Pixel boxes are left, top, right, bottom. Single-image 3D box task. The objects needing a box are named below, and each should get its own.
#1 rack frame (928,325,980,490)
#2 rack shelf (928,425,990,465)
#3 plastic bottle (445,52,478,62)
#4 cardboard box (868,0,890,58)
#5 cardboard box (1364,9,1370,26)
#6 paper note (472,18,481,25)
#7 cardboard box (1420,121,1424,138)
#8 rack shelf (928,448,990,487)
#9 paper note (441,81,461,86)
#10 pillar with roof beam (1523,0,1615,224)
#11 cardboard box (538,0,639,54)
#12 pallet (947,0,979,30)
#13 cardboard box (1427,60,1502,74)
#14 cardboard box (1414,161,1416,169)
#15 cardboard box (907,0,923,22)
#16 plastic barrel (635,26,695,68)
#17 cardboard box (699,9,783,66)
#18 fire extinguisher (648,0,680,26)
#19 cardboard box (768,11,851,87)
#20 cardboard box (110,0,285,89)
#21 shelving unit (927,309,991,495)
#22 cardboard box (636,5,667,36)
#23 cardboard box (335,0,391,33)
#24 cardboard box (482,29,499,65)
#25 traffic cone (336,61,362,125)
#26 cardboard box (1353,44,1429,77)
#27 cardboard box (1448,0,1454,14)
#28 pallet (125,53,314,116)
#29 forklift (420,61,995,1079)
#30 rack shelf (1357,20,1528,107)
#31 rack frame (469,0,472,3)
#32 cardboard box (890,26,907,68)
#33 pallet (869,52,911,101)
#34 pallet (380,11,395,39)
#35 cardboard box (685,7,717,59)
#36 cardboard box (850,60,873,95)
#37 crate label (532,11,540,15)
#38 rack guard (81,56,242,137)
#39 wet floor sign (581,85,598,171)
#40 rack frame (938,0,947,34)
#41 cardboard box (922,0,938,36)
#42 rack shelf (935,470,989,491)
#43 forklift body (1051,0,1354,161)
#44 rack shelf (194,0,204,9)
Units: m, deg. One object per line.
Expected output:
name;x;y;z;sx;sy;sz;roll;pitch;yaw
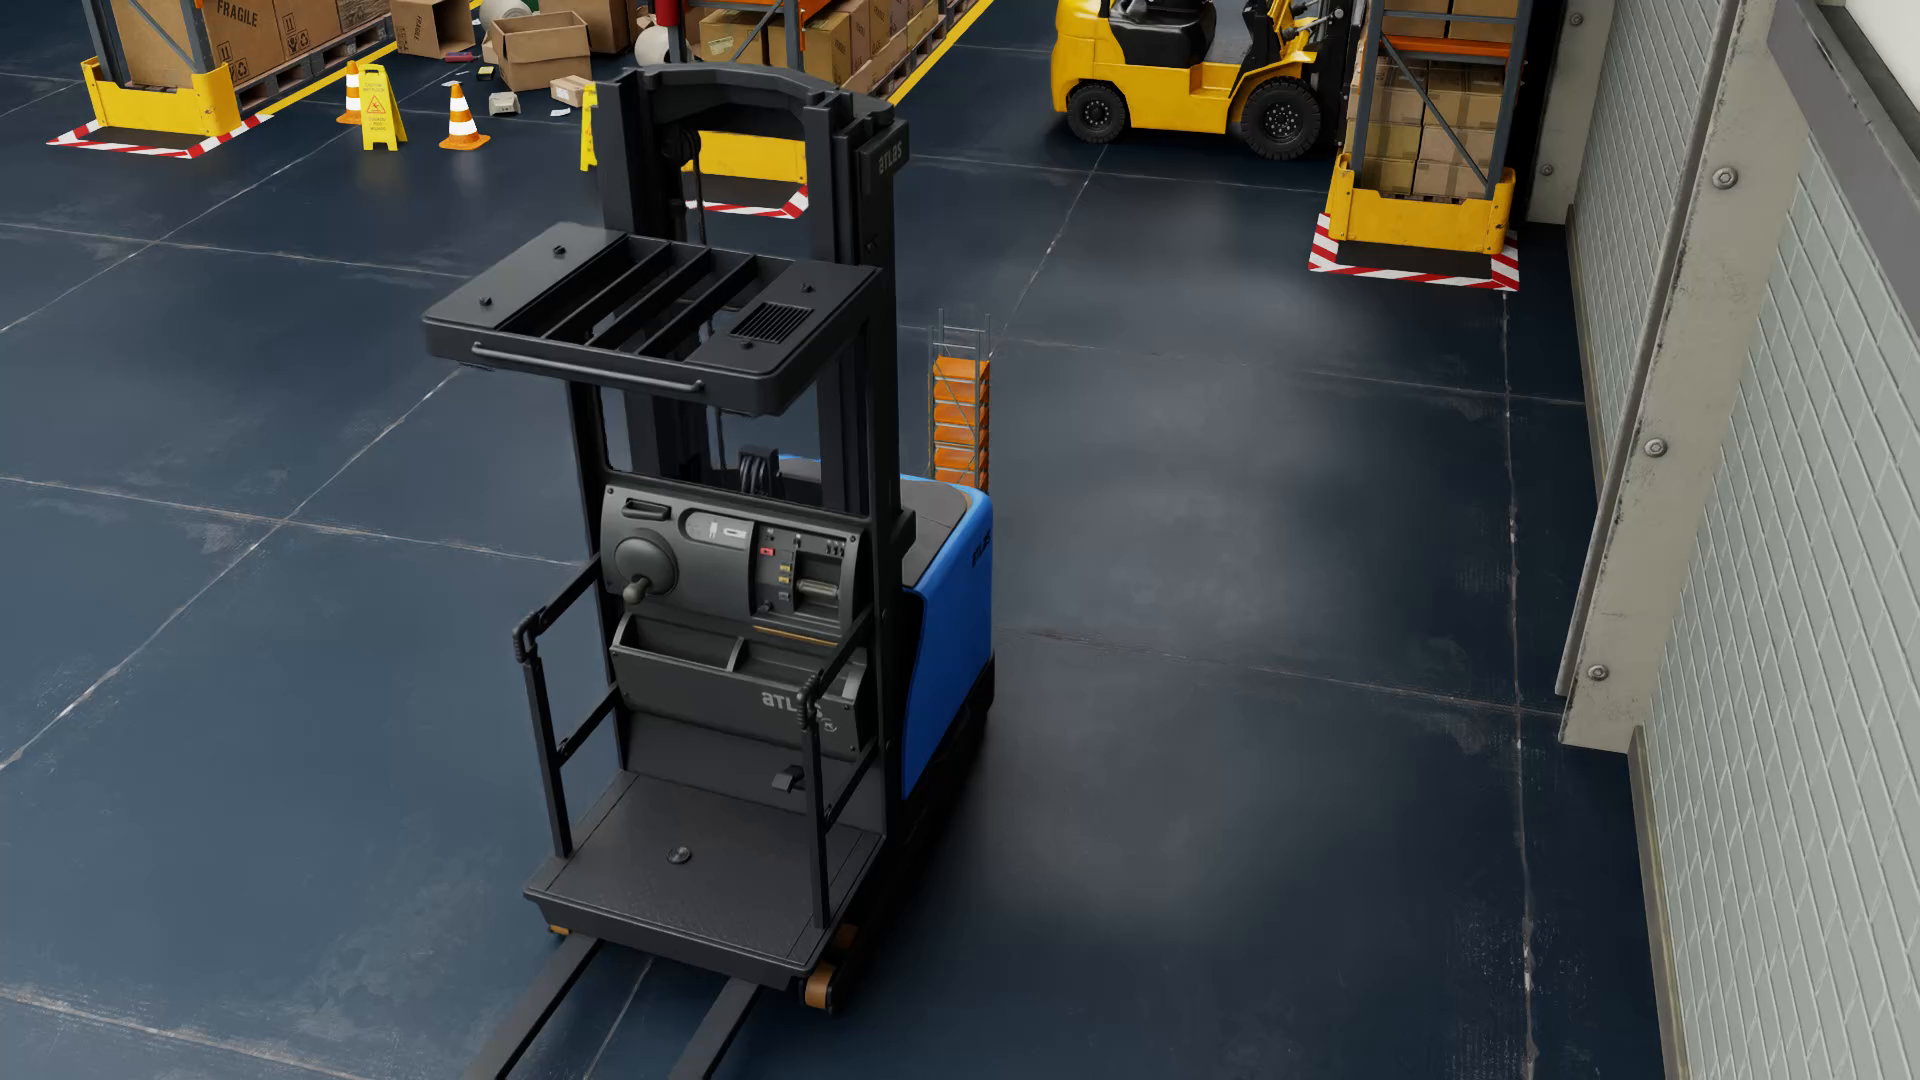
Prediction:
rack frame;-0.027;-0.451;7.842;0.240;1.200;0.006;8;33;12
rack shelf;-0.004;-0.461;7.940;0.258;0.103;0.180;8;33;12
plastic bottle;-4.515;-4.381;15.085;0.283;0.061;0.133;-3;33;-4
cardboard box;-0.895;-4.310;13.706;0.500;0.500;0.500;9;33;13
cardboard box;3.359;-3.890;12.812;0.500;0.250;0.500;7;33;11
paper note;-4.730;-5.025;16.125;0.147;0.020;0.142;-14;35;-21
cardboard box;3.602;-3.084;12.010;0.500;0.250;0.500;8;33;12
rack shelf;-0.004;-0.360;8.005;0.258;0.103;0.180;8;33;12
paper note;-4.420;-3.981;14.485;0.144;0.017;0.142;20;38;29
pillar with roof beam;0.050;-6.735;10.456;9.100;9.000;0.400;8;33;12
cardboard box;-3.410;-4.799;15.203;0.797;0.637;0.503;8;33;12
pallet;-0.425;-5.355;16.477;1.003;0.211;1.213;8;33;12
cardboard box;3.594;-3.301;11.886;0.500;0.250;0.500;8;33;12
cardboard box;3.115;-2.939;12.248;0.500;0.250;0.500;8;33;12
cardboard box;-0.639;-4.854;14.561;0.500;0.500;0.500;9;33;13
plastic barrel;-2.577;-4.243;14.530;0.421;0.421;0.512;-21;38;-29
cardboard box;-1.685;-3.837;12.962;0.500;0.500;0.500;8;33;13
fire extinguisher;-2.111;-4.023;11.854;0.296;0.674;0.183;8;33;12
cardboard box;-1.159;-3.779;12.871;0.500;0.500;0.500;7;33;11
cardboard box;-6.342;-4.315;13.831;0.875;0.875;0.875;8;33;13
shelving unit;-0.004;-0.499;7.916;0.258;1.200;0.189;8;33;12
cardboard box;-2.904;-4.844;15.622;0.258;0.266;0.396;-14;35;-21
cardboard box;-5.887;-5.245;15.293;0.875;0.875;0.875;8;33;13
cardboard box;-4.090;-4.453;15.007;0.396;0.266;0.258;14;35;21
traffic cone;-4.942;-3.685;13.616;0.336;0.463;0.334;8;33;12
cardboard box;3.105;-3.364;11.986;0.500;0.250;0.500;9;33;13
cardboard box;3.671;-3.913;11.516;0.500;0.500;0.500;9;34;14
pallet;-6.323;-3.923;14.224;1.003;0.211;1.213;8;33;12
forklift;-0.836;0.125;5.322;1.130;2.935;3.031;11;34;17
rack shelf;3.673;-4.113;12.594;1.077;0.370;4.000;8;33;12
rack frame;-5.435;-6.749;16.071;1.000;3.000;0.127;8;33;12
cardboard box;-0.770;-4.261;14.327;0.500;0.250;0.500;9;33;13
pallet;-1.065;-3.963;14.287;1.003;0.211;1.213;8;33;12
pallet;-5.704;-5.189;16.215;1.003;0.211;1.213;8;33;12
cardboard box;-2.209;-4.703;15.180;0.500;0.500;0.500;-21;38;-29
cardboard box;-1.027;-3.714;13.468;0.500;0.250;0.500;9;34;14
crate label;-4.055;-4.976;15.950;0.298;0.136;0.250;-14;35;-21
rack guard;-6.456;-3.606;13.457;1.175;0.500;0.348;8;33;12
wet floor sign;-2.720;-3.106;12.534;0.267;0.644;0.232;20;38;29
rack frame;-0.621;-6.128;15.093;1.000;3.000;0.127;8;33;12
cardboard box;-0.511;-4.801;15.178;0.500;0.250;0.500;10;34;15
rack shelf;-0.004;-0.259;8.069;0.258;0.103;0.180;8;33;12
forklift body;1.882;-4.253;12.935;2.313;2.155;1.214;8;33;12
rack shelf;-5.942;-5.408;14.632;1.077;0.370;4.000;8;33;12
